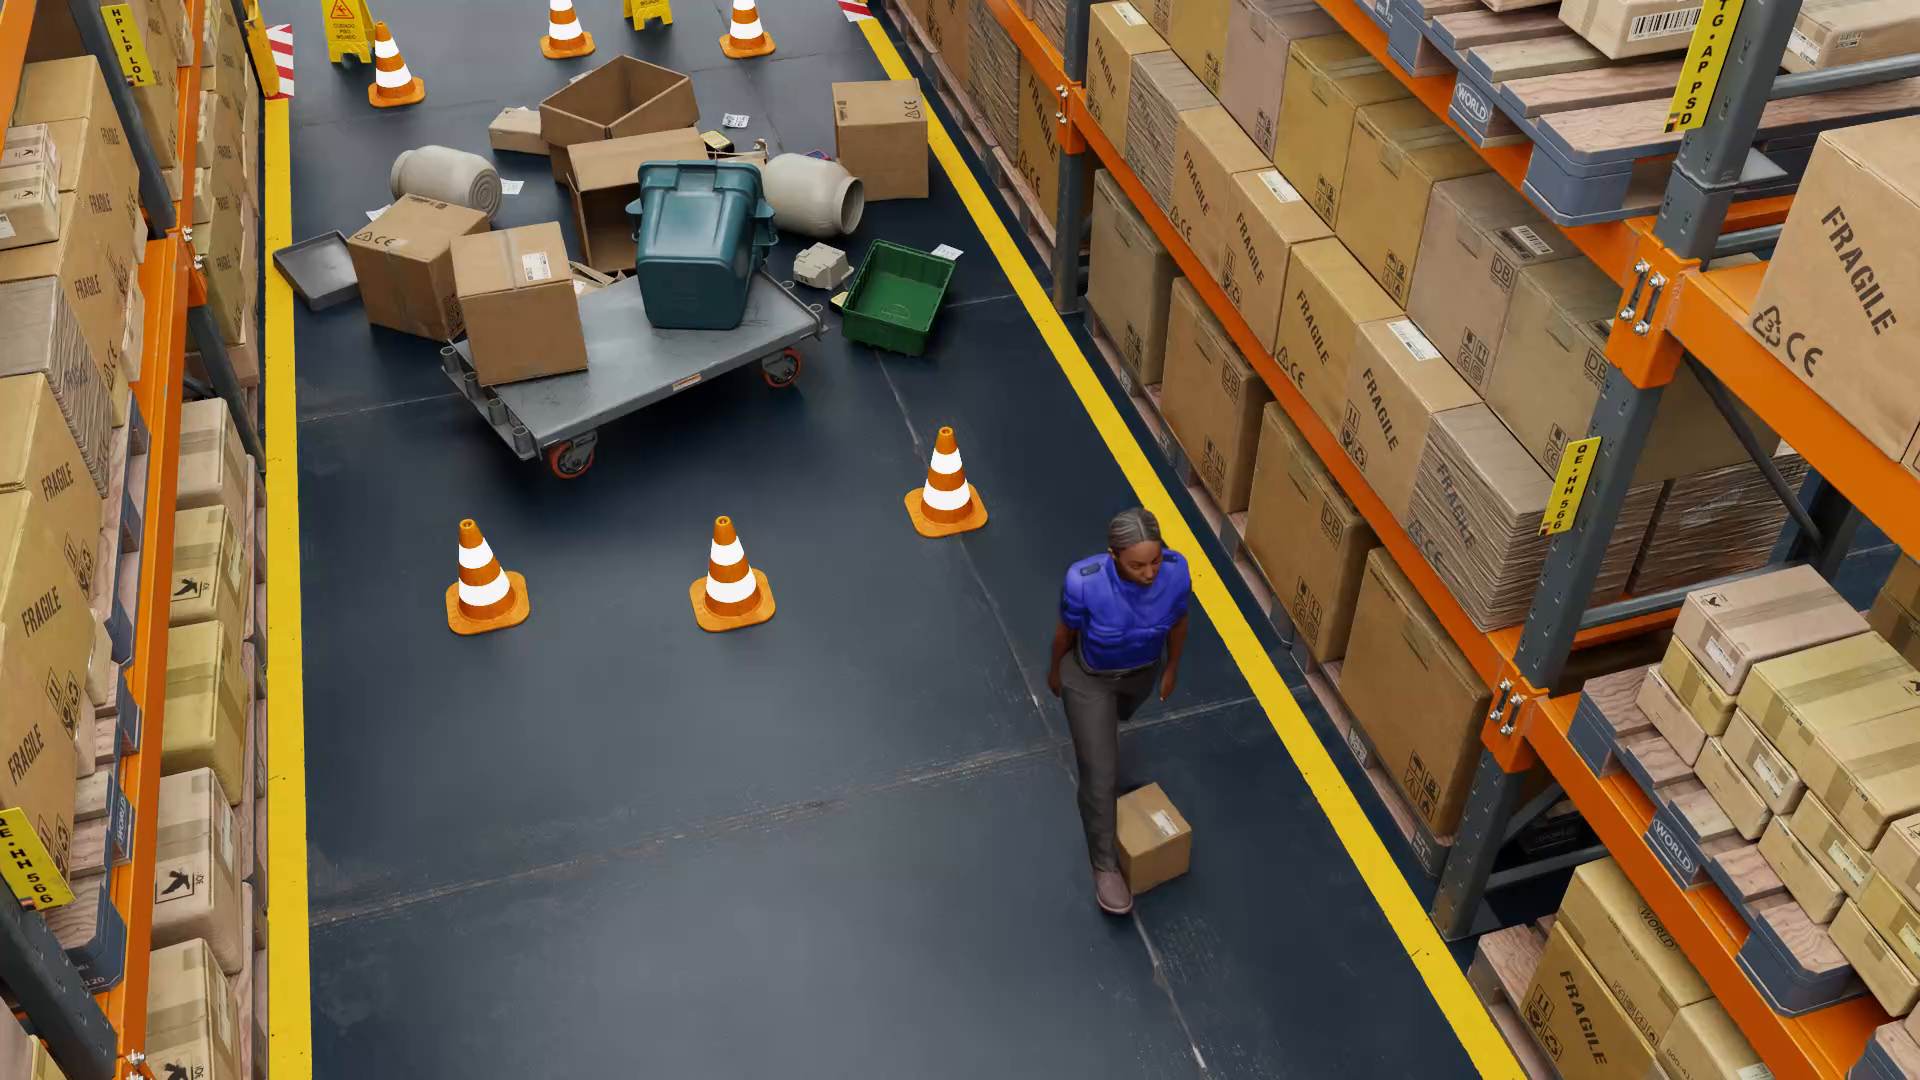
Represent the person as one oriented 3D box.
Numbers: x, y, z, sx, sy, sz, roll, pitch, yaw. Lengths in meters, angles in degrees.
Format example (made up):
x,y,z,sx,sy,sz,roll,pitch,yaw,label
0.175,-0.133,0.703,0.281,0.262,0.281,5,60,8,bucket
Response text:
x,y,z,sx,sy,sz,roll,pitch,yaw,label
0.534,0.413,5.740,0.448,1.599,1.056,-12,44,-12,person
